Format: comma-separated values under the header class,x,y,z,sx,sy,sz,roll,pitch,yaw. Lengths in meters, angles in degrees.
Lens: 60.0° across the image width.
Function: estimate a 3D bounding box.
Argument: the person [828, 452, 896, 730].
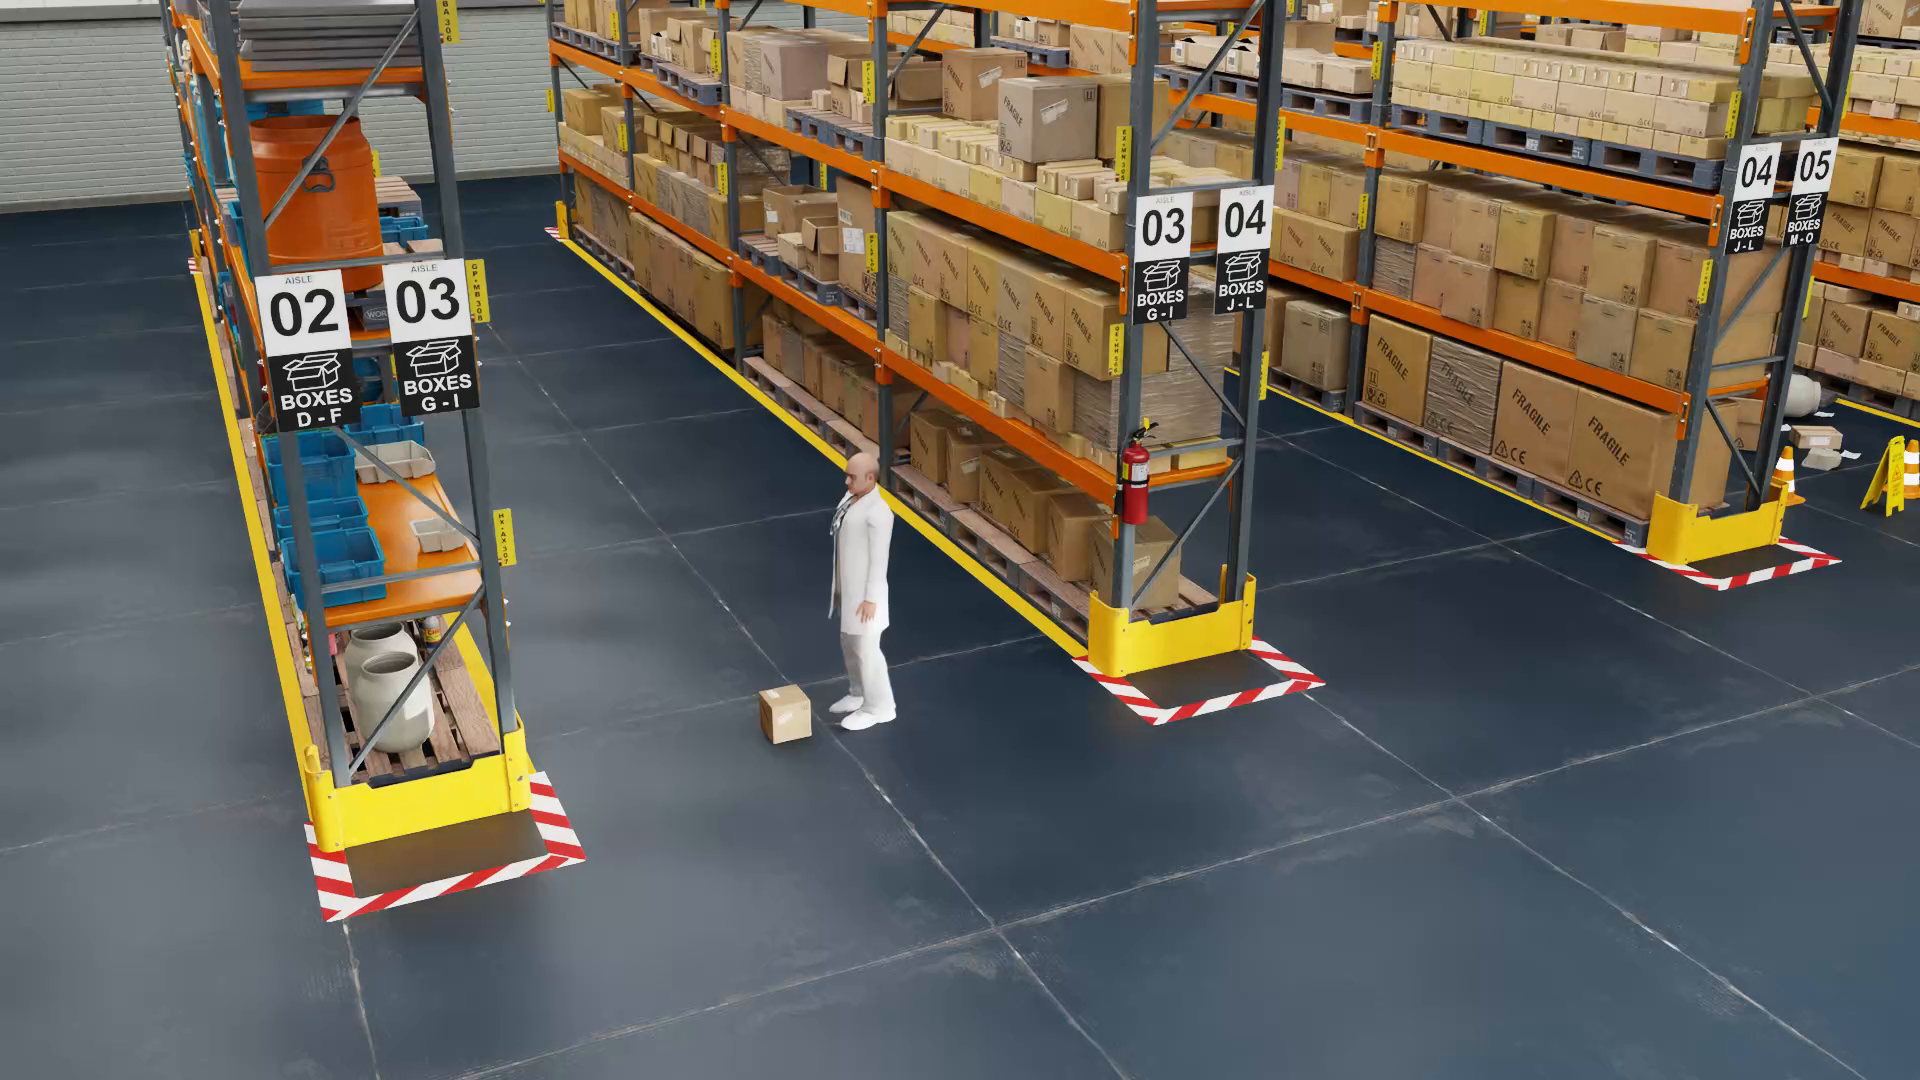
class,x,y,z,sx,sy,sz,roll,pitch,yaw
person,-0.613,0.315,10.305,0.391,1.796,0.563,-10,24,-22
